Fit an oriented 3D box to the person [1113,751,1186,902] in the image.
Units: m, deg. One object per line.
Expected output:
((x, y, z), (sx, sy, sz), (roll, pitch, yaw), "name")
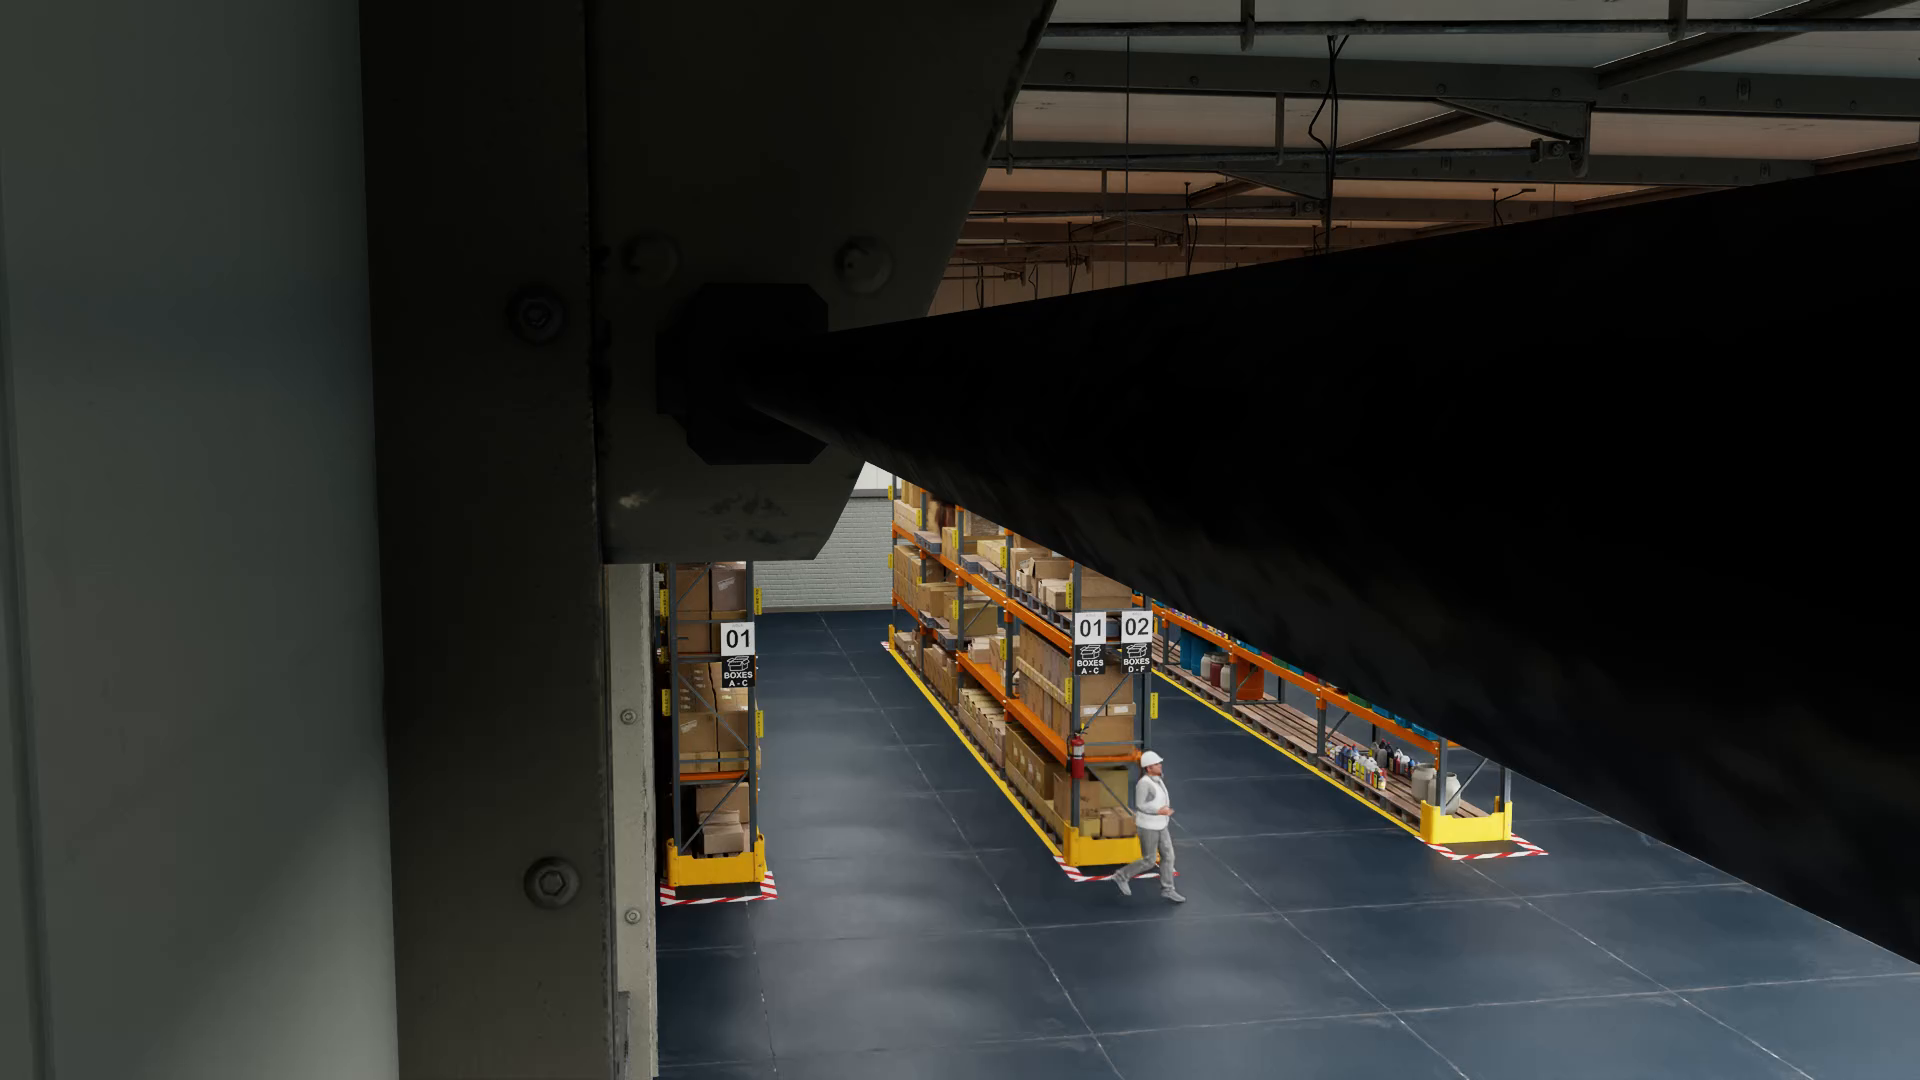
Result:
((2.222, 3.346, 19.448), (0.859, 1.785, 0.682), (2, 7, 20), "person")
